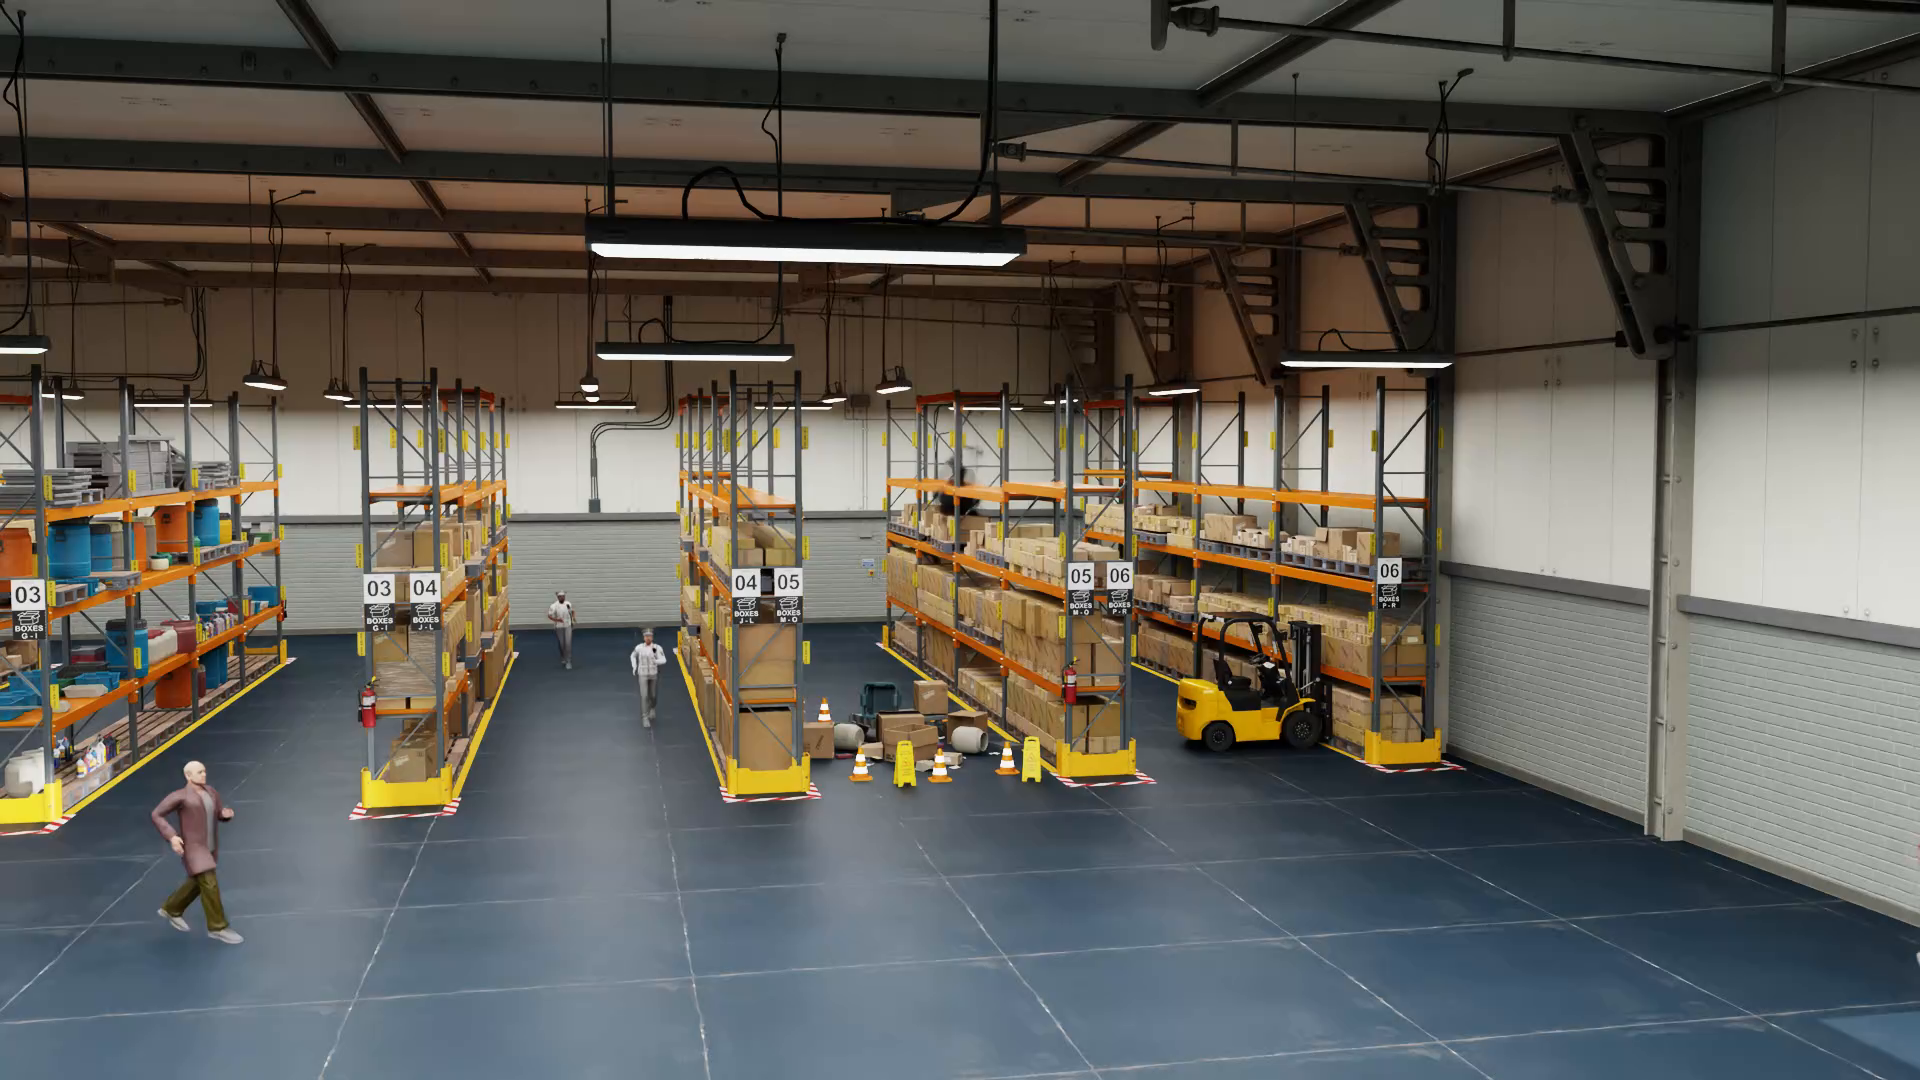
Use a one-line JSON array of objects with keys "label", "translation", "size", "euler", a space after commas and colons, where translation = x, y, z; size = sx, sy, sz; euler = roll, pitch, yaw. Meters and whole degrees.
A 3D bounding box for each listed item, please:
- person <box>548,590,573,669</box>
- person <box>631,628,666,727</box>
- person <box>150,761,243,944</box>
[{"label": "person", "translation": [-8.833, 1.974, 36.853], "size": [0.558, 1.754, 0.792], "euler": [-1, 4, -21]}, {"label": "person", "translation": [-5.487, 2.389, 29.307], "size": [0.610, 1.686, 0.936], "euler": [-1, 3, -13]}, {"label": "person", "translation": [-7.608, 3.095, 16.606], "size": [1.043, 1.783, 0.695], "euler": [1, 3, 11]}]
